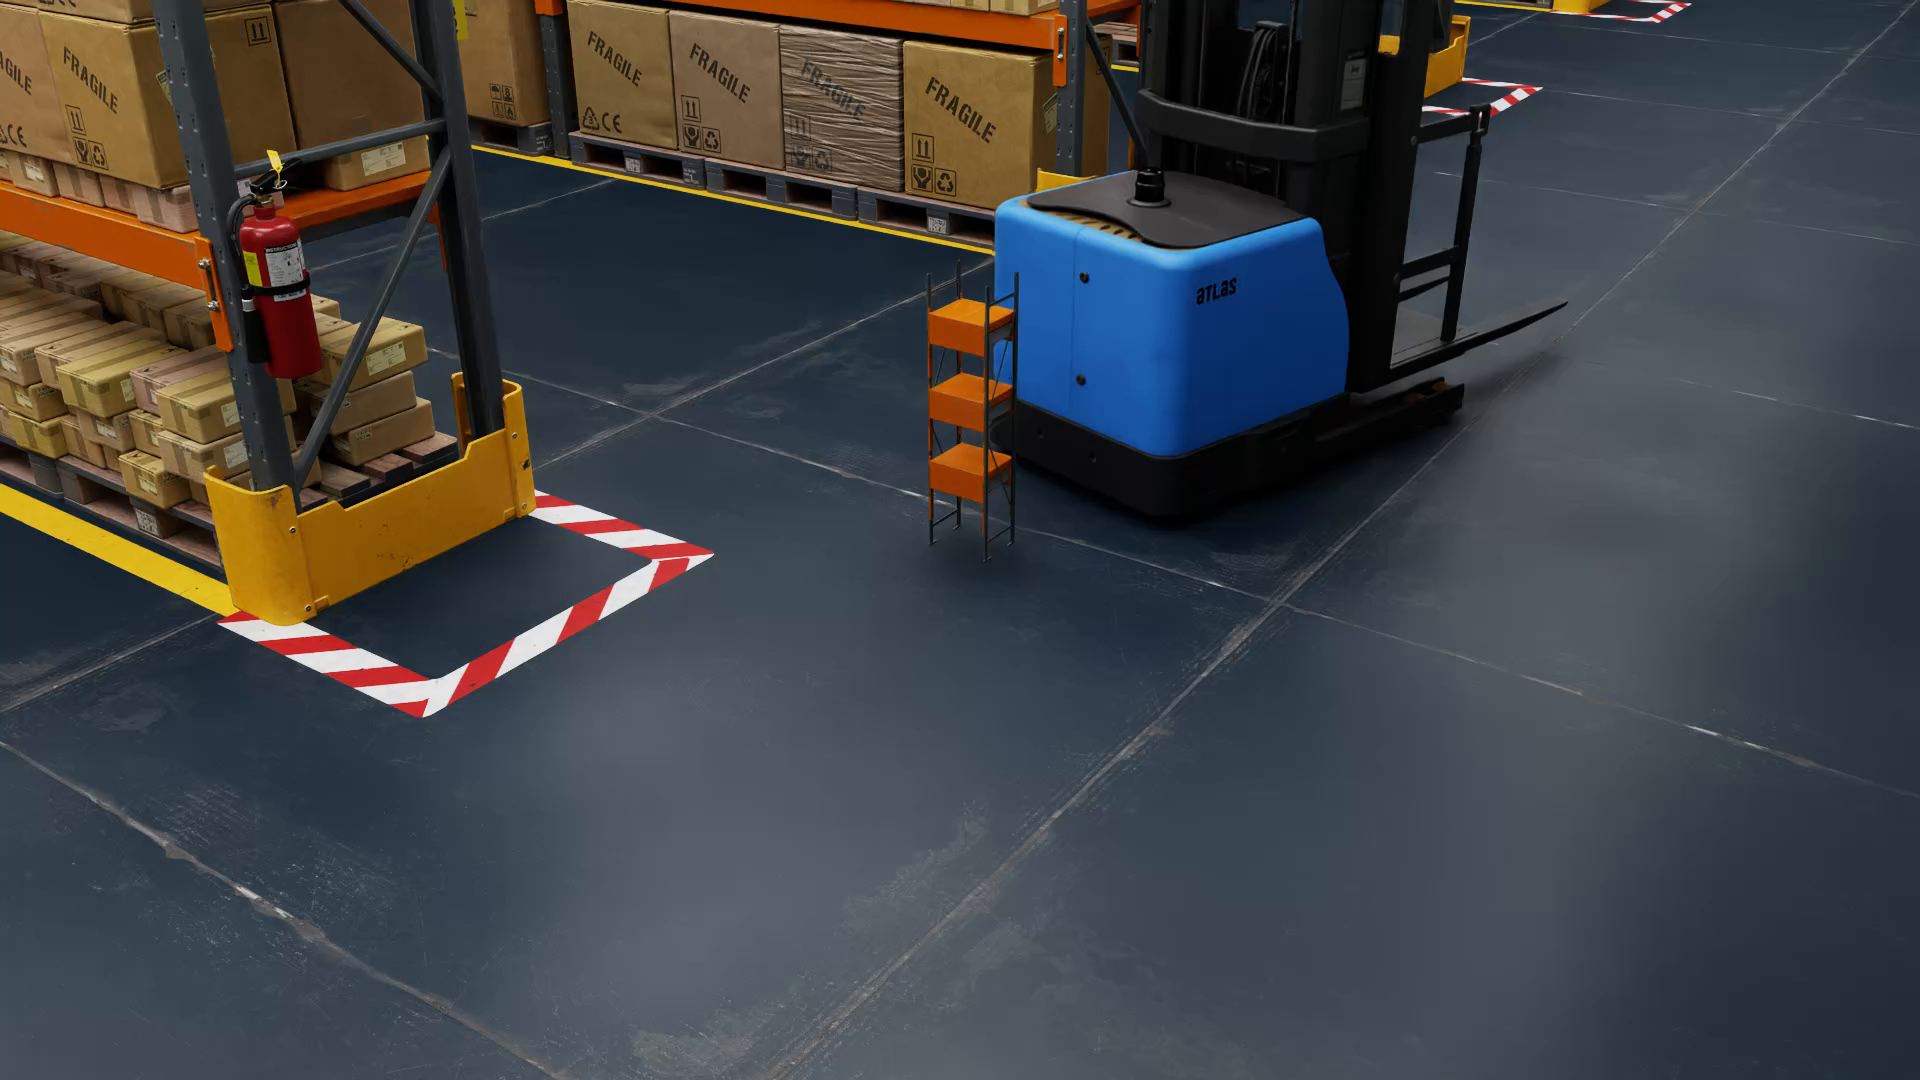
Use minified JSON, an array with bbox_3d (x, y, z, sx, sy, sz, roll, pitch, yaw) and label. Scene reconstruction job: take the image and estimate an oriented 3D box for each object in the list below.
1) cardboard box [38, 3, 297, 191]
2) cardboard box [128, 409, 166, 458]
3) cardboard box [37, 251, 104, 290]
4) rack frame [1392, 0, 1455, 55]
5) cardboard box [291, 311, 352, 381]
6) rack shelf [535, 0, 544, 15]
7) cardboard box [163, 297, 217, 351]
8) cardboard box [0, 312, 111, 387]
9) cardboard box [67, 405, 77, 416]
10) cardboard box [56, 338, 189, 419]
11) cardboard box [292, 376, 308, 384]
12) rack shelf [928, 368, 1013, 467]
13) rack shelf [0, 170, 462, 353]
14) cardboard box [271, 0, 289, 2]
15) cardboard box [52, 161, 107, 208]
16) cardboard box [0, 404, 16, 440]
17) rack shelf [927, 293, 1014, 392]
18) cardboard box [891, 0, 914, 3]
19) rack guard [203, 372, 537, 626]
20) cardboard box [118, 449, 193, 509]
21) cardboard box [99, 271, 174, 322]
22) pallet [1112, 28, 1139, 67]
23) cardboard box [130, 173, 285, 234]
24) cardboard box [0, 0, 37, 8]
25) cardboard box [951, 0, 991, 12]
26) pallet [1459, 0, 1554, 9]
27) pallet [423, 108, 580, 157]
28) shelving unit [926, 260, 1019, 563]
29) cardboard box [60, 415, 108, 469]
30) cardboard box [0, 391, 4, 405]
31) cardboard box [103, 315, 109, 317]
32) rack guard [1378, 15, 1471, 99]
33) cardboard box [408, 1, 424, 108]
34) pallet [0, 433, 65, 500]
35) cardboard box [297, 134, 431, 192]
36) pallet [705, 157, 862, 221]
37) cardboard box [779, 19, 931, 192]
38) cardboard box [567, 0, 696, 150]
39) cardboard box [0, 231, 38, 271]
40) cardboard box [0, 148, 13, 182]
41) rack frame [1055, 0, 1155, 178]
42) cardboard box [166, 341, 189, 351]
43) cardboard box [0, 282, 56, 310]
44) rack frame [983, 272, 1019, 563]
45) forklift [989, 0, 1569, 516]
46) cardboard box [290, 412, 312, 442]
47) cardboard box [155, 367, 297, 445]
[{"bbox_3d":[-2.555,-1.470,5.393,0.500,0.500,0.500,18,32,31],"label":"cardboard box"},{"bbox_3d":[-2.820,-0.439,6.158,0.250,0.149,0.380,16,31,29],"label":"cardboard box"},{"bbox_3d":[-3.779,-1.181,7.288,0.250,0.149,0.380,16,31,29],"label":"cardboard box"},{"bbox_3d":[3.657,-4.954,12.677,0.127,3.000,1.000,17,32,30],"label":"rack frame"},{"bbox_3d":[-2.574,-0.743,6.427,0.250,0.149,0.380,18,32,31],"label":"cardboard box"},{"bbox_3d":[-4.093,-4.322,12.229,4.000,0.370,1.077,17,32,30],"label":"rack shelf"},{"bbox_3d":[-2.960,-0.888,6.712,0.250,0.149,0.380,16,31,28],"label":"cardboard box"},{"bbox_3d":[-3.509,-0.740,6.421,0.250,0.149,0.380,19,32,32],"label":"cardboard box"},{"bbox_3d":[-3.228,-0.592,6.458,0.250,0.149,0.380,17,31,30],"label":"cardboard box"},{"bbox_3d":[-3.079,-0.602,6.149,0.250,0.149,0.380,17,31,29],"label":"cardboard box"},{"bbox_3d":[-2.519,-0.645,6.562,0.250,0.149,0.380,17,32,30],"label":"cardboard box"},{"bbox_3d":[0.044,-0.445,5.990,0.240,0.259,0.215,17,32,30],"label":"rack shelf"},{"bbox_3d":[-3.687,-1.467,6.618,4.000,0.370,1.077,17,32,30],"label":"rack shelf"},{"bbox_3d":[-2.258,-2.111,5.550,0.500,0.500,0.500,17,32,30],"label":"cardboard box"},{"bbox_3d":[-2.866,-1.276,5.728,0.250,0.149,0.380,17,32,30],"label":"cardboard box"},{"bbox_3d":[-3.700,-0.554,6.712,0.250,0.149,0.380,18,32,31],"label":"cardboard box"},{"bbox_3d":[0.044,-0.698,5.861,0.240,0.259,0.215,17,32,30],"label":"rack shelf"},{"bbox_3d":[-0.255,-3.154,9.418,0.250,0.149,0.380,18,32,31],"label":"cardboard box"},{"bbox_3d":[-2.101,-0.179,6.051,0.348,0.500,1.175,17,32,30],"label":"rack guard"},{"bbox_3d":[-2.860,-0.276,6.165,0.250,0.149,0.380,18,32,32],"label":"cardboard box"},{"bbox_3d":[-3.374,-1.048,7.025,0.250,0.149,0.380,18,32,31],"label":"cardboard box"},{"bbox_3d":[1.998,-4.251,14.370,1.213,0.211,1.003,17,32,30],"label":"pallet"},{"bbox_3d":[-2.468,-1.140,5.459,0.250,0.149,0.380,17,32,30],"label":"cardboard box"},{"bbox_3d":[-2.974,-2.051,5.433,0.500,0.500,0.500,16,31,29],"label":"cardboard box"},{"bbox_3d":[0.158,-3.025,9.163,0.250,0.149,0.380,18,32,31],"label":"cardboard box"},{"bbox_3d":[5.744,-5.786,17.386,1.213,0.211,1.003,17,32,30],"label":"pallet"},{"bbox_3d":[-3.123,-3.056,12.023,1.213,0.211,1.003,17,32,30],"label":"pallet"},{"bbox_3d":[0.044,-0.454,5.985,0.252,1.050,0.215,17,32,30],"label":"shelving unit"},{"bbox_3d":[-3.240,-0.434,6.476,0.250,0.149,0.380,18,32,31],"label":"cardboard box"},{"bbox_3d":[-3.700,-0.685,6.642,0.250,0.149,0.380,19,33,33],"label":"cardboard box"},{"bbox_3d":[-3.658,-0.941,7.144,0.250,0.149,0.380,19,33,33],"label":"cardboard box"},{"bbox_3d":[3.684,-3.838,13.241,0.348,0.500,1.175,17,32,30],"label":"rack guard"},{"bbox_3d":[-3.720,-3.755,12.202,0.875,0.875,1.225,16,31,29],"label":"cardboard box"},{"bbox_3d":[-3.752,-0.586,7.168,1.213,0.211,1.003,17,32,30],"label":"pallet"},{"bbox_3d":[-2.120,-1.367,5.907,0.250,0.149,0.380,17,32,30],"label":"cardboard box"},{"bbox_3d":[-0.852,-2.349,10.633,1.213,0.211,1.003,17,32,30],"label":"pallet"},{"bbox_3d":[-0.470,-2.710,10.148,0.875,0.875,0.875,17,32,30],"label":"cardboard box"},{"bbox_3d":[-1.946,-3.170,11.051,0.875,0.875,0.875,17,32,30],"label":"cardboard box"},{"bbox_3d":[-4.283,-1.281,7.484,0.250,0.149,0.380,18,32,32],"label":"cardboard box"},{"bbox_3d":[-3.291,-1.412,5.994,0.250,0.149,0.380,16,31,28],"label":"cardboard box"},{"bbox_3d":[0.853,-3.102,9.038,0.127,3.000,1.000,17,32,30],"label":"rack frame"},{"bbox_3d":[-3.193,-0.814,6.894,0.250,0.149,0.380,16,31,28],"label":"cardboard box"},{"bbox_3d":[-3.896,-0.906,6.747,0.250,0.149,0.380,17,32,31],"label":"cardboard box"},{"bbox_3d":[0.145,-0.423,5.923,0.008,1.050,0.200,17,32,30],"label":"rack frame"},{"bbox_3d":[1.573,-1.936,6.823,3.031,2.935,1.130,-21,34,-35],"label":"forklift"},{"bbox_3d":[-2.551,-0.481,6.568,0.250,0.149,0.380,17,32,30],"label":"cardboard box"},{"bbox_3d":[-2.619,-0.497,5.943,0.250,0.149,0.380,18,32,31],"label":"cardboard box"}]
